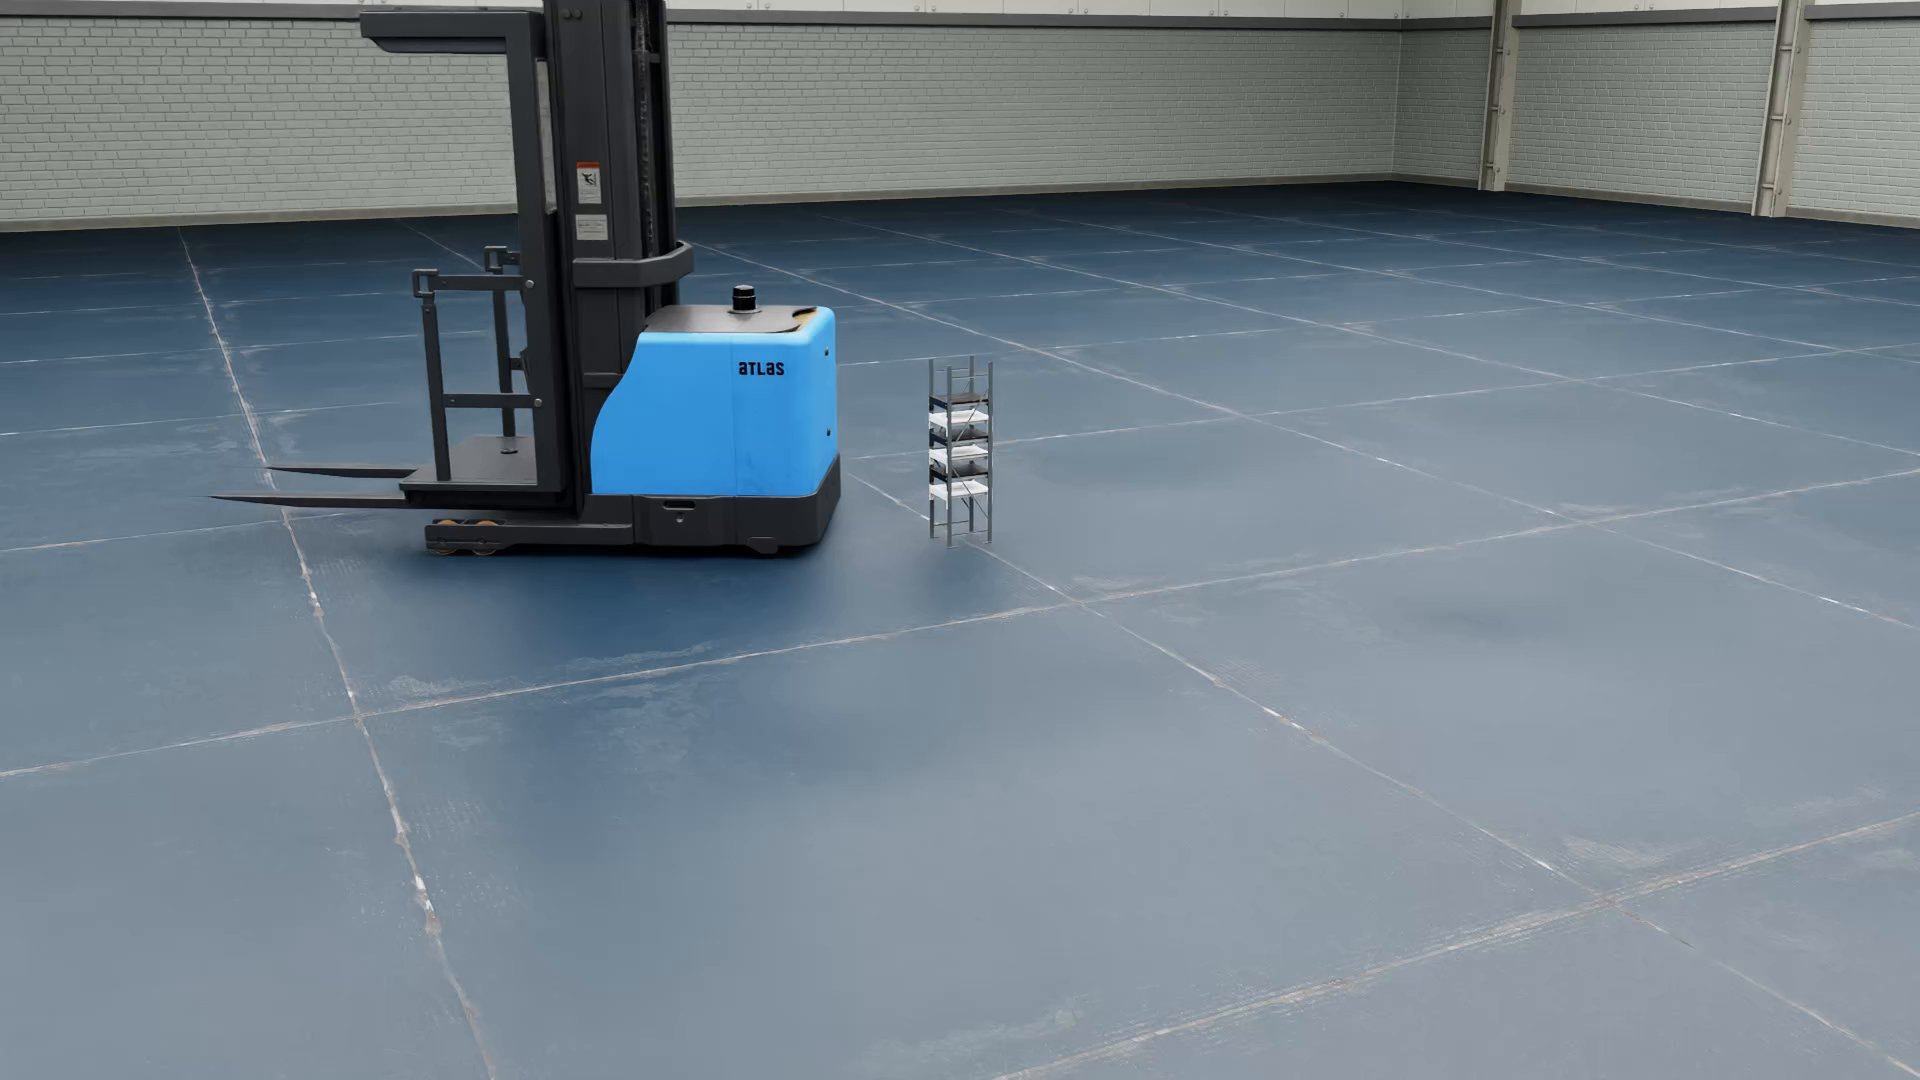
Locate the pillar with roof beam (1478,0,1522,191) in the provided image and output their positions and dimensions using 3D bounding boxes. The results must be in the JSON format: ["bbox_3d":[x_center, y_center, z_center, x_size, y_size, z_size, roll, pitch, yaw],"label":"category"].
[{"bbox_3d":[6.012,-10.309,27.861,9.100,9.000,0.400,-8,18,-25],"label":"pillar with roof beam"}]

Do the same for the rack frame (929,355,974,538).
[{"bbox_3d":[-0.041,-0.456,8.207,0.240,0.900,0.006,-8,18,-25],"label":"rack frame"}]

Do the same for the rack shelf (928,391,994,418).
[{"bbox_3d":[0.004,-0.658,8.054,0.258,0.077,0.200,-8,18,-25],"label":"rack shelf"}]

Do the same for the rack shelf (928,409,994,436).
[{"bbox_3d":[0.004,-0.572,8.079,0.258,0.077,0.200,-8,18,-25],"label":"rack shelf"}]

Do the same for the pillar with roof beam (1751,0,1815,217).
[{"bbox_3d":[8.640,-8.821,22.676,9.100,9.000,0.400,-8,18,-25],"label":"pillar with roof beam"}]

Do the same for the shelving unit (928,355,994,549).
[{"bbox_3d":[0.004,-0.431,8.120,0.258,0.900,0.210,-8,18,-25],"label":"shelving unit"}]

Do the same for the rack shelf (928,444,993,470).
[{"bbox_3d":[0.004,-0.398,8.129,0.258,0.077,0.200,-8,18,-25],"label":"rack shelf"}]

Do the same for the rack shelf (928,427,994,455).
[{"bbox_3d":[0.004,-0.485,8.104,0.258,0.077,0.200,-8,18,-25],"label":"rack shelf"}]

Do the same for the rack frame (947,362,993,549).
[{"bbox_3d":[0.048,-0.405,8.032,0.240,0.900,0.006,-8,18,-25],"label":"rack frame"}]

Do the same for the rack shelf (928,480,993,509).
[{"bbox_3d":[0.004,-0.225,8.178,0.258,0.077,0.200,-8,18,-25],"label":"rack shelf"}]

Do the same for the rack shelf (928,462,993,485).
[{"bbox_3d":[0.004,-0.312,8.154,0.258,0.077,0.200,-8,18,-25],"label":"rack shelf"}]

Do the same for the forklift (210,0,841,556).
[{"bbox_3d":[-2.167,-1.477,8.085,3.031,2.935,1.130,1,16,3],"label":"forklift"}]
